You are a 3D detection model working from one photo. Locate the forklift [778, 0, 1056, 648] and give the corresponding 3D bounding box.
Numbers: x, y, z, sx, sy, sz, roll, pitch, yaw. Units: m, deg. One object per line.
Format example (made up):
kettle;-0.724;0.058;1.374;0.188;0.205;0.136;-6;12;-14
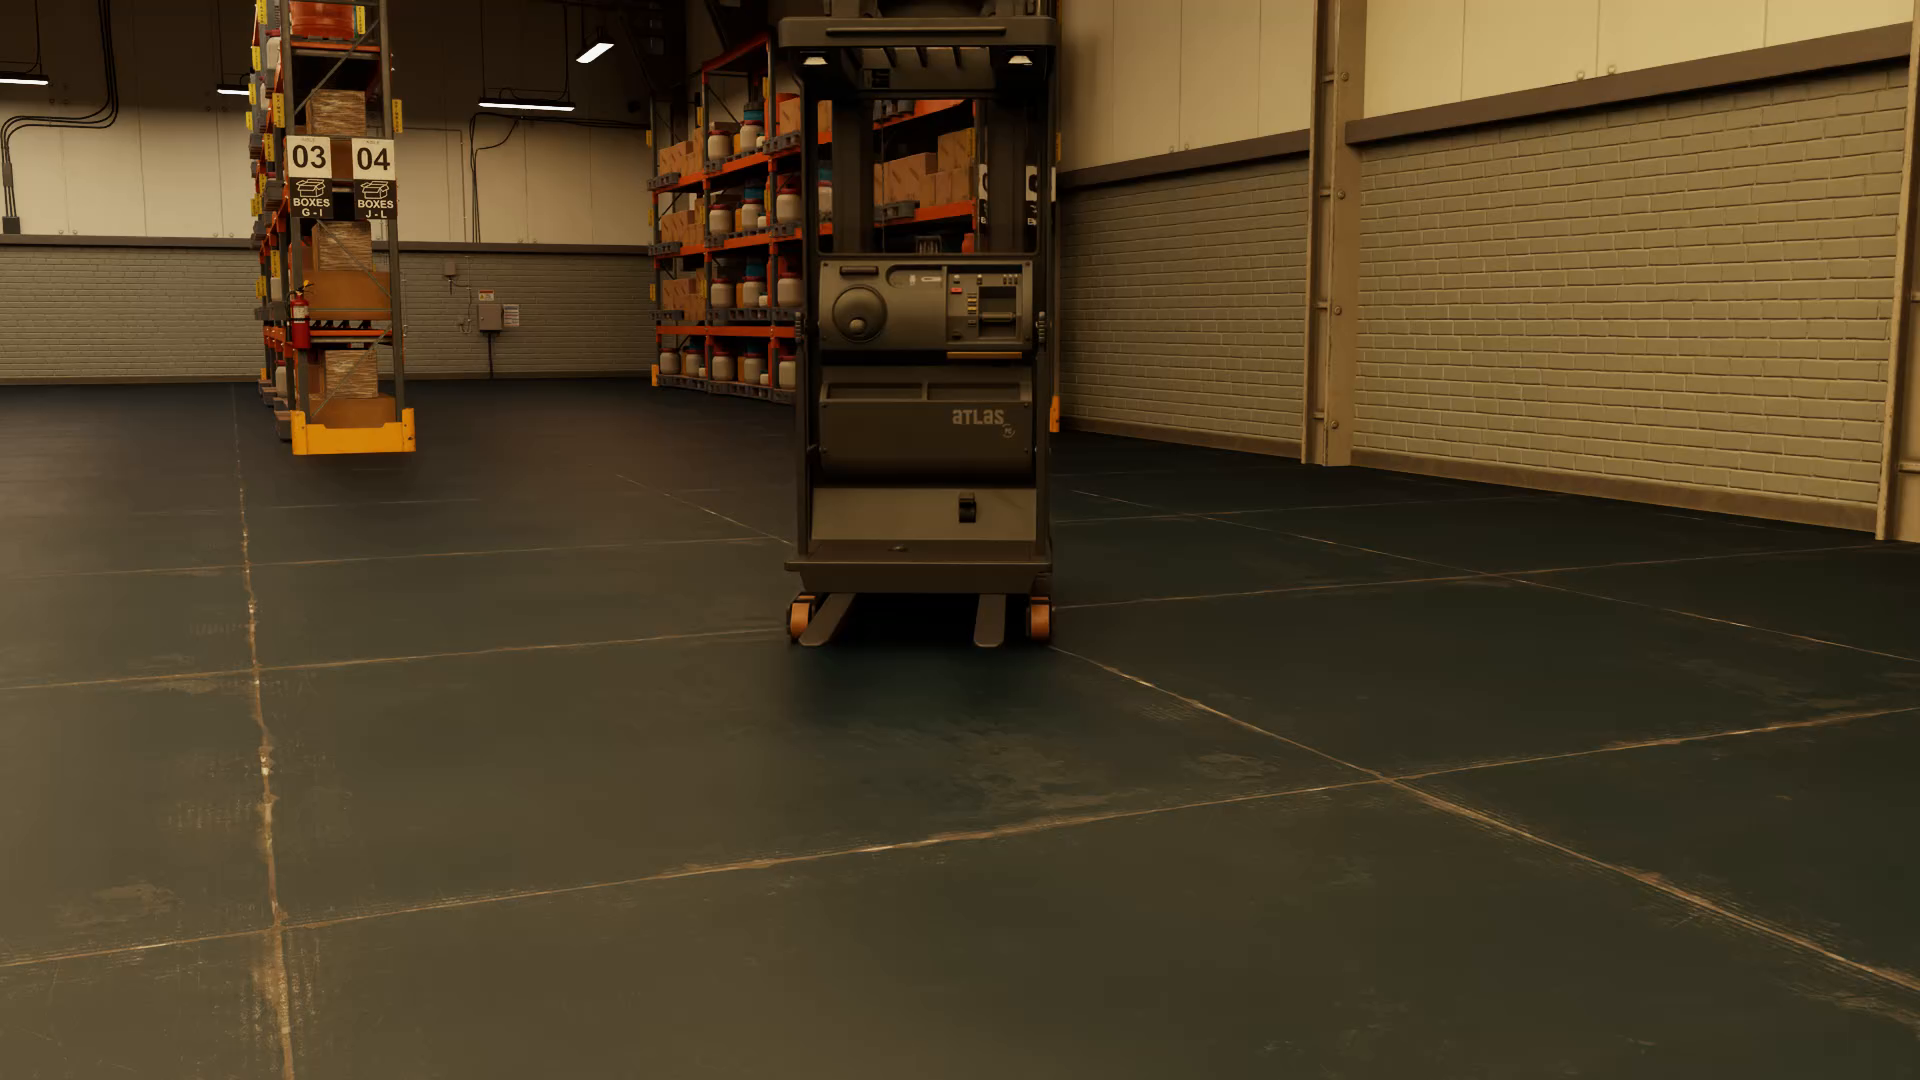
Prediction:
forklift;-0.153;-1.067;7.036;1.130;2.935;3.031;0;8;2
